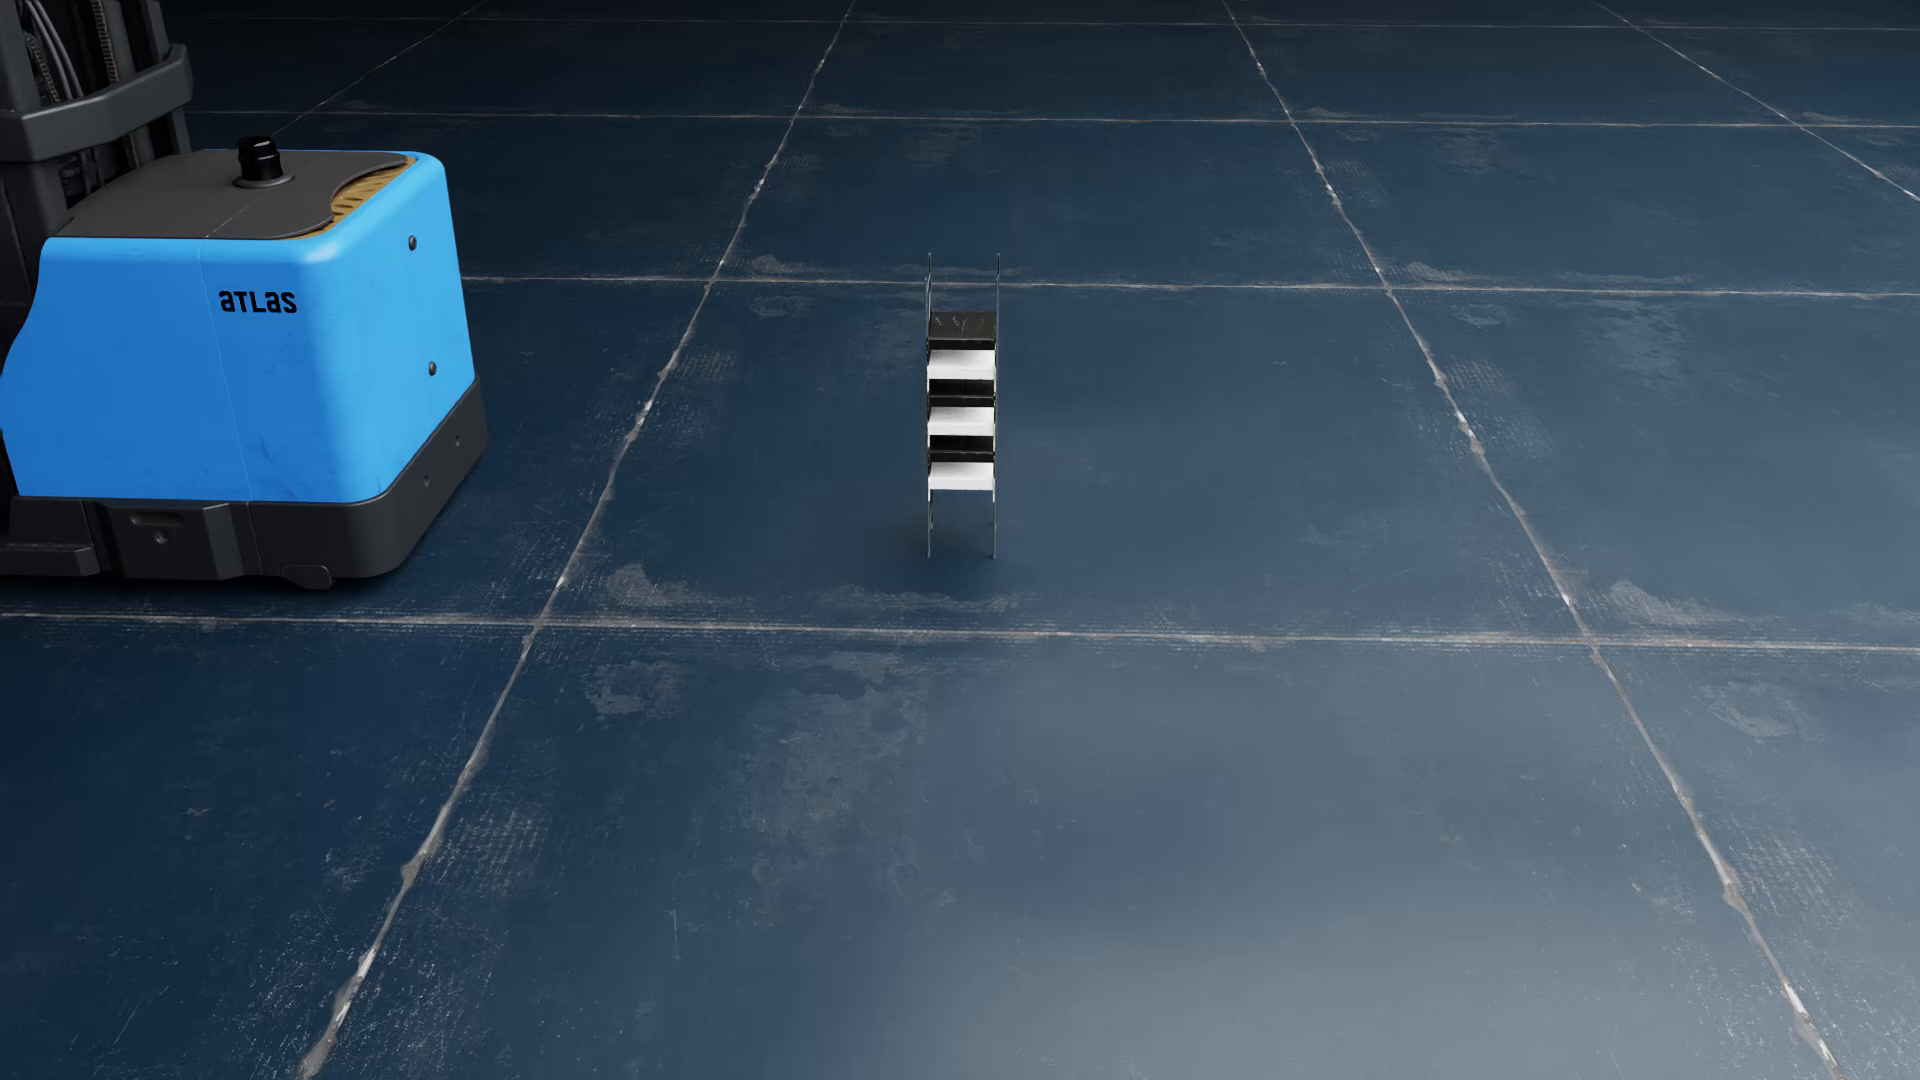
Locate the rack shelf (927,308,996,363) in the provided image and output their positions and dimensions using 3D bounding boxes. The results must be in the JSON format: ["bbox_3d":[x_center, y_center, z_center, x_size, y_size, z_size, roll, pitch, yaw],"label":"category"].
[{"bbox_3d":[0.008,-0.607,4.928,0.200,0.077,0.258,1,28,2],"label":"rack shelf"}]

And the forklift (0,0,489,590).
[{"bbox_3d":[-3.156,-1.397,4.756,3.031,2.935,1.130,1,28,3],"label":"forklift"}]

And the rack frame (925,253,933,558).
[{"bbox_3d":[-0.093,-0.399,5.042,0.006,0.900,0.240,1,28,2],"label":"rack frame"}]

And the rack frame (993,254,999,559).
[{"bbox_3d":[0.110,-0.396,5.036,0.006,0.900,0.240,1,28,2],"label":"rack frame"}]

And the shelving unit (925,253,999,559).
[{"bbox_3d":[0.008,-0.397,5.039,0.210,0.900,0.258,1,28,2],"label":"shelving unit"}]

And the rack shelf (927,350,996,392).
[{"bbox_3d":[0.008,-0.527,4.970,0.200,0.077,0.258,1,28,2],"label":"rack shelf"}]

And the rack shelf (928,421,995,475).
[{"bbox_3d":[0.008,-0.288,5.097,0.200,0.077,0.258,1,28,2],"label":"rack shelf"}]

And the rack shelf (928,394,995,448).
[{"bbox_3d":[0.008,-0.368,5.055,0.200,0.077,0.258,1,28,2],"label":"rack shelf"}]

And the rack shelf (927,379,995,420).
[{"bbox_3d":[0.008,-0.448,5.012,0.200,0.077,0.258,1,28,2],"label":"rack shelf"}]

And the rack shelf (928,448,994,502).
[{"bbox_3d":[0.008,-0.209,5.139,0.200,0.077,0.258,1,28,2],"label":"rack shelf"}]
